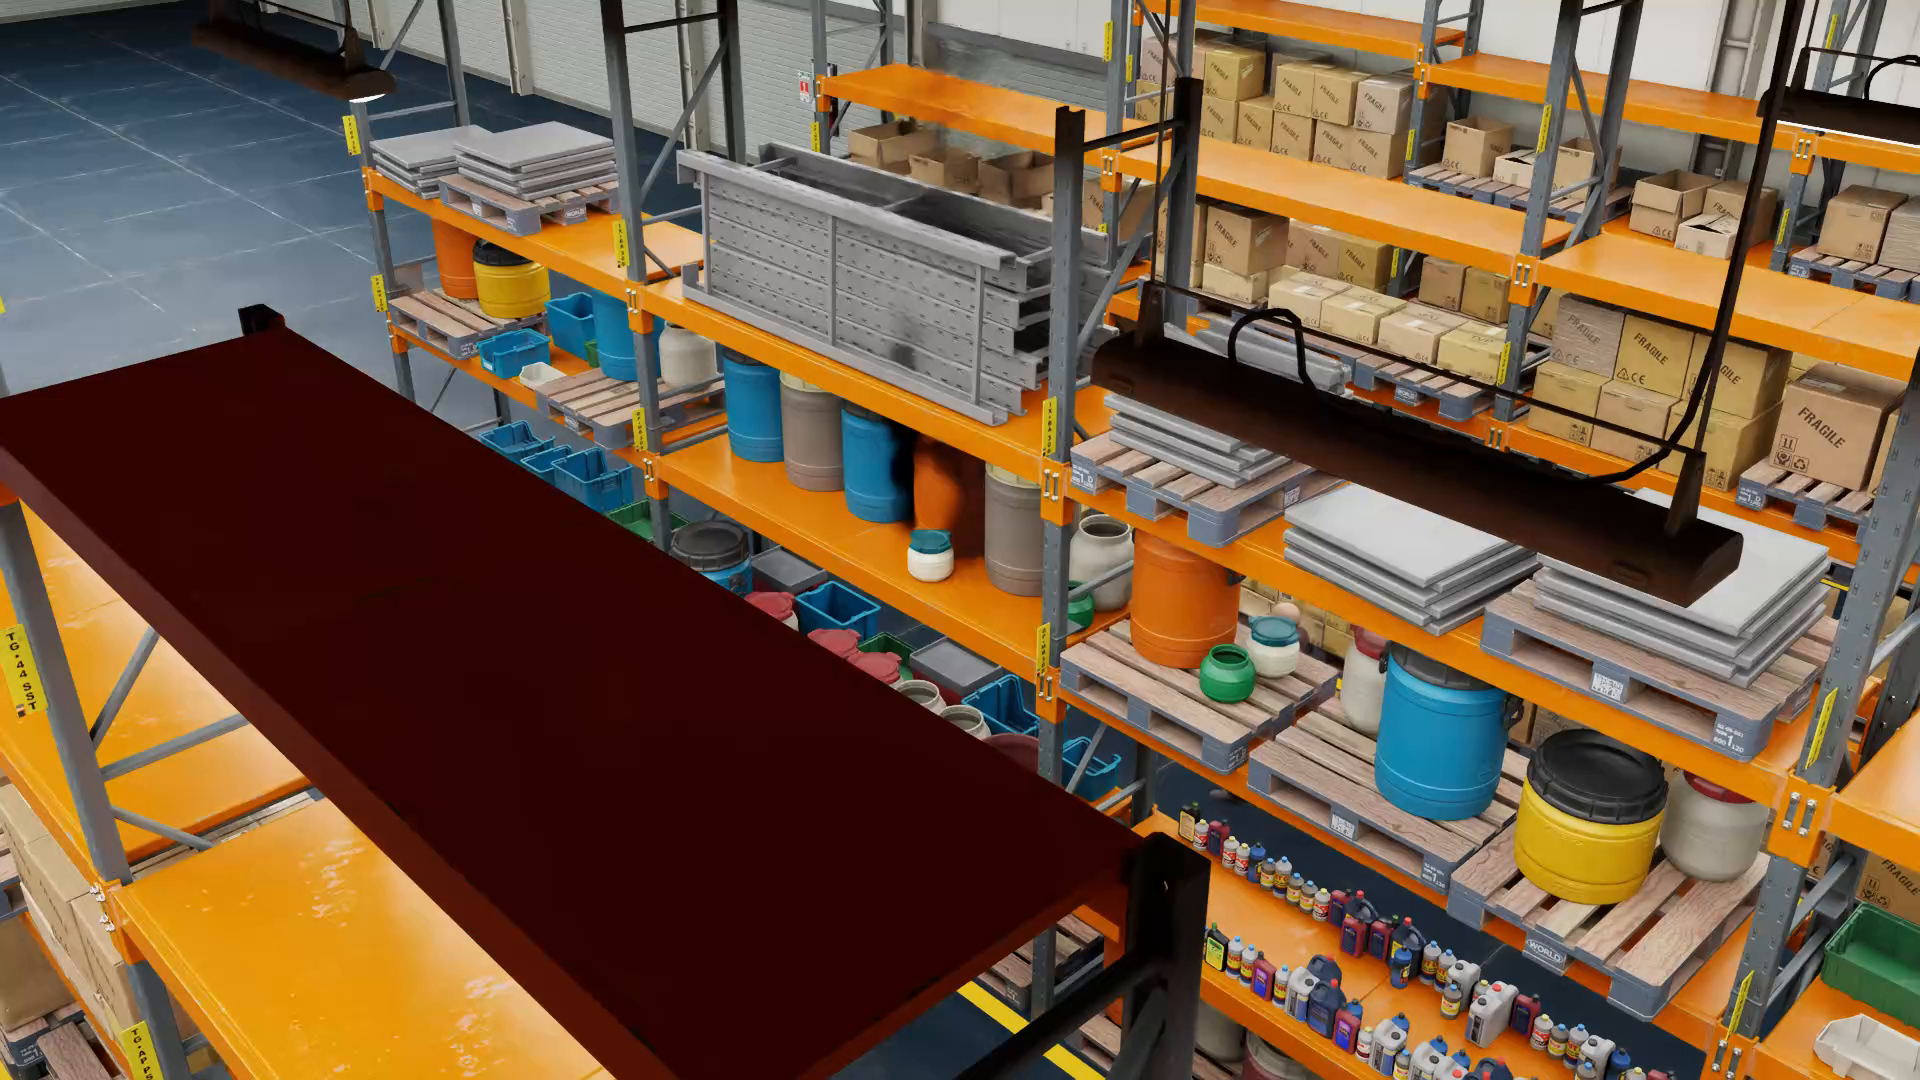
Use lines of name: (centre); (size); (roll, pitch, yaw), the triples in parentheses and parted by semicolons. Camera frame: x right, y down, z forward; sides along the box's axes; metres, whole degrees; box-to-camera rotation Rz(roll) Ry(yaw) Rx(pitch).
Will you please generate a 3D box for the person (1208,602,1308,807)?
person: (2.304, 1.253, 11.972); (0.956, 1.825, 0.690); (18, 33, 29)
